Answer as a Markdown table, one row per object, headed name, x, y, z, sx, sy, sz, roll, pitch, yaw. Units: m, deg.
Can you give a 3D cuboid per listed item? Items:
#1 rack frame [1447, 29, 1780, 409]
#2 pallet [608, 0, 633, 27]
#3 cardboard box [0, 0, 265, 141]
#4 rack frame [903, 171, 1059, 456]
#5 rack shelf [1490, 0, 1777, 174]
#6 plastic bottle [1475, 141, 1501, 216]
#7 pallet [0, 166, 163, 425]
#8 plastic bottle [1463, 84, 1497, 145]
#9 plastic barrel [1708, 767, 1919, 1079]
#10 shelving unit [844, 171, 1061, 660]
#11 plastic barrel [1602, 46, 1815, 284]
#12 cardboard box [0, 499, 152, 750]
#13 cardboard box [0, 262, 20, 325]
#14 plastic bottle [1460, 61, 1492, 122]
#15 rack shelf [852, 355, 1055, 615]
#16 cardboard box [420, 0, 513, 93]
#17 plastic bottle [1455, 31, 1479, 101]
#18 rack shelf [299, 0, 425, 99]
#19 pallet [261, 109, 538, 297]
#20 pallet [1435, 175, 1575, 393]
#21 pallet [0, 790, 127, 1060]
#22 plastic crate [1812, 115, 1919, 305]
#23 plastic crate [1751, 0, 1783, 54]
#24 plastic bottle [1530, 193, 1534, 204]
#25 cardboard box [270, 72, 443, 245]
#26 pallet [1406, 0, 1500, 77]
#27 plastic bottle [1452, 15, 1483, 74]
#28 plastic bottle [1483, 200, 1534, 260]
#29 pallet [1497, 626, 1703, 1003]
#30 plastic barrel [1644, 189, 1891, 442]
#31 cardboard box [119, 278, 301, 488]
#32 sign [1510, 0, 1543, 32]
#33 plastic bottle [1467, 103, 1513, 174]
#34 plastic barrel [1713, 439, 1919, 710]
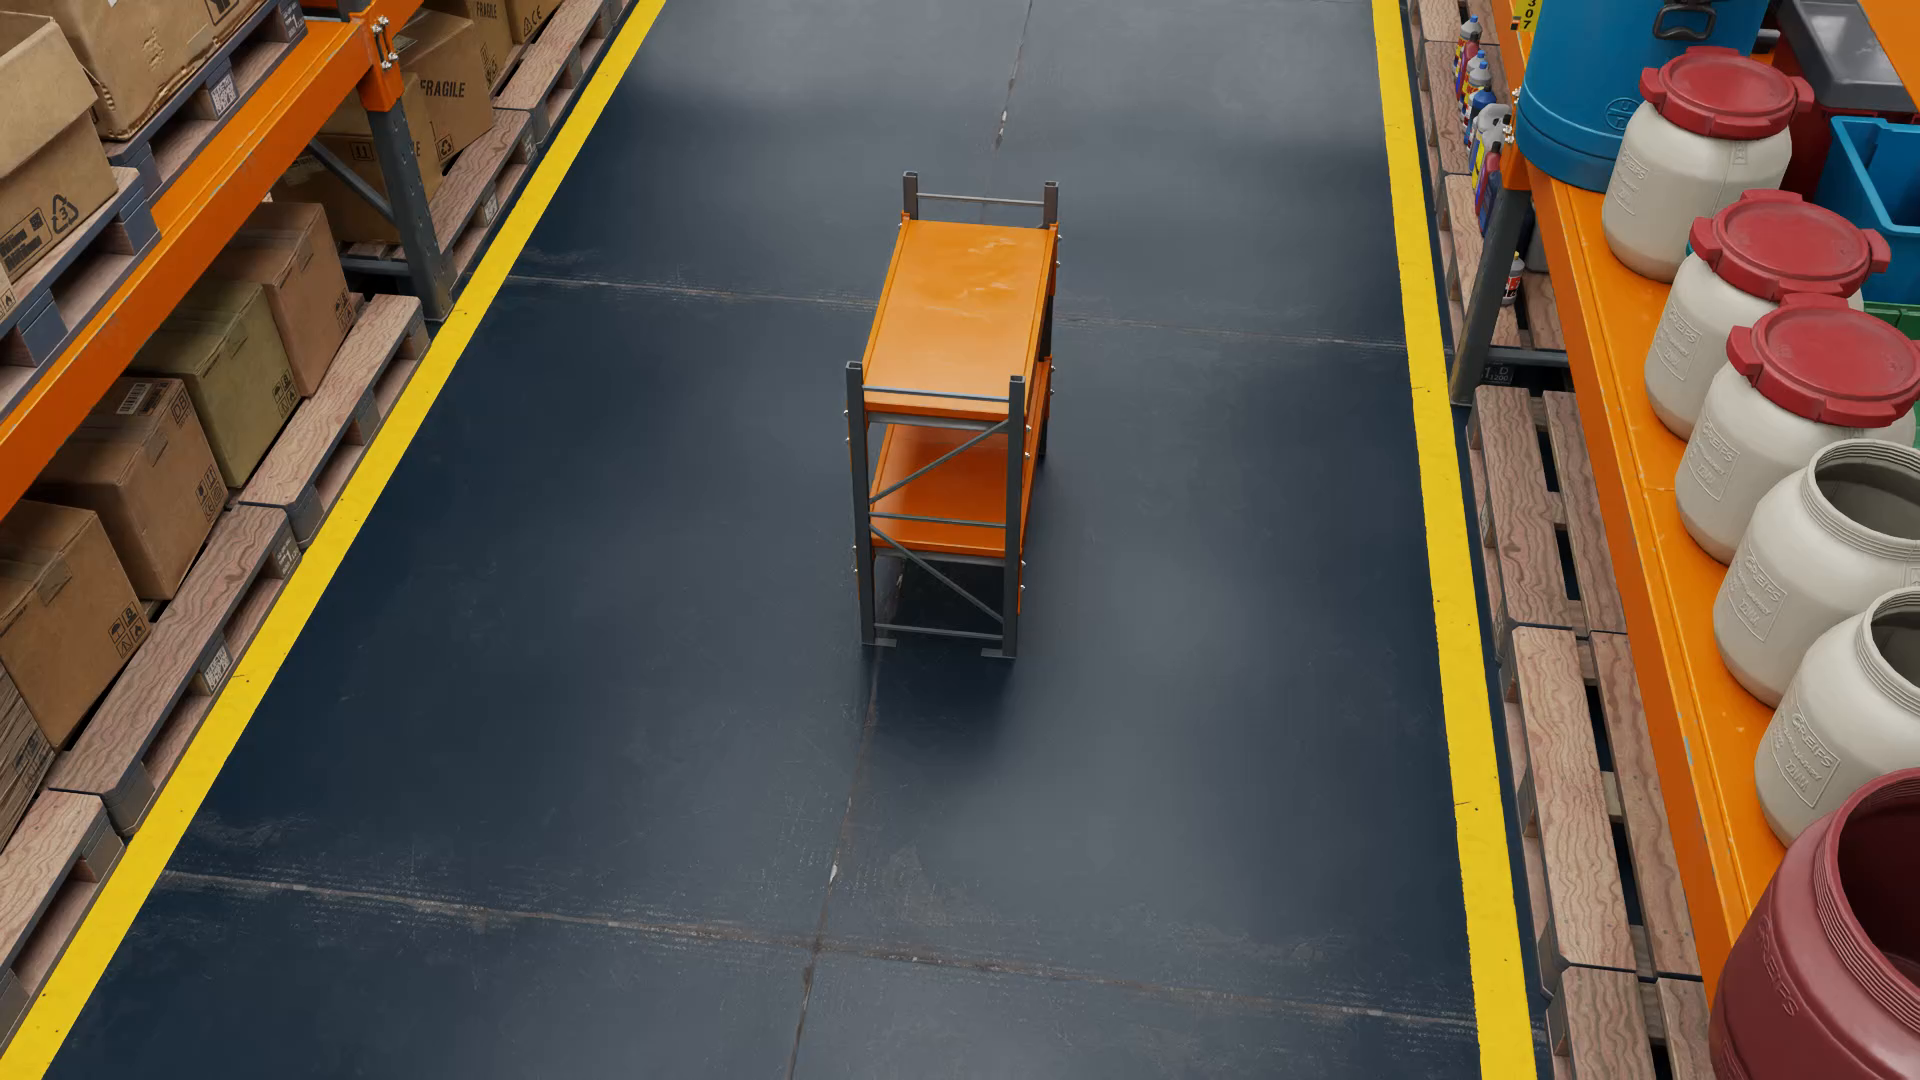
| name | x | y | z | sx | sy | sz | roll | pitch | yaw |
| --- | --- | --- | --- | --- | --- | --- | --- | --- | --- |
| rack frame | 2.355 | -1.590 | 5.247 | 1.000 | 3.000 | 0.127 | 5 | 44 | 6 |
| pallet | -2.178 | -3.151 | 8.924 | 1.003 | 0.211 | 1.213 | 5 | 44 | 6 |
| cardboard box | -2.799 | -1.881 | 4.814 | 1.000 | 1.000 | 1.000 | 6 | 44 | 6 |
| rack frame | 0.066 | -0.750 | 5.724 | 0.500 | 1.125 | 0.032 | 5 | 44 | 6 |
| rack shelf | 2.619 | -2.691 | 6.934 | 1.077 | 0.370 | 4.000 | 5 | 44 | 6 |
| plastic bottle | 2.160 | -1.474 | 6.780 | 0.061 | 0.283 | 0.133 | 8 | 44 | 8 |
| pallet | -2.862 | -0.597 | 4.338 | 1.003 | 0.211 | 1.213 | 5 | 44 | 6 |
| plastic bottle | 2.250 | -1.838 | 7.173 | 0.097 | 0.271 | 0.097 | 0 | 43 | 0 |
| plastic barrel | 1.587 | 0.743 | 2.684 | 0.600 | 0.536 | 0.708 | 5 | 44 | 6 |
| shelving unit | -0.001 | -0.404 | 5.358 | 0.538 | 1.125 | 1.048 | 5 | 44 | 6 |
| plastic barrel | 2.011 | -1.007 | 4.533 | 0.433 | 0.535 | 0.433 | 0 | 43 | 0 |
| cardboard box | -2.886 | 0.209 | 4.845 | 0.700 | 0.500 | 0.500 | 9 | 44 | 9 |
| cardboard box | -2.634 | -0.533 | 3.935 | 0.500 | 0.250 | 0.500 | 4 | 44 | 4 |
| plastic bottle | 2.276 | -1.976 | 7.319 | 0.097 | 0.271 | 0.097 | 0 | 43 | 0 |
| rack shelf | -0.001 | -0.226 | 5.526 | 0.538 | 0.278 | 1.000 | 5 | 44 | 6 |
| cardboard box | -2.390 | -2.375 | 7.589 | 0.500 | 0.500 | 0.500 | 2 | 43 | 2 |
| plastic bottle | 2.287 | -2.129 | 7.473 | 0.061 | 0.283 | 0.133 | 6 | 44 | 6 |
| rack shelf | -2.290 | -3.142 | 7.410 | 1.077 | 0.370 | 4.000 | 5 | 44 | 6 |
| pallet | -2.501 | -1.488 | 7.168 | 1.003 | 0.211 | 1.213 | 5 | 44 | 6 |
| pallet | 2.485 | -1.031 | 6.685 | 1.003 | 0.211 | 1.213 | 5 | 44 | 6 |
| pallet | -2.979 | 1.166 | 4.365 | 1.003 | 0.211 | 1.213 | 5 | 44 | 6 |
| plastic crate | 2.517 | -0.804 | 4.429 | 0.392 | 0.384 | 0.575 | 5 | 44 | 6 |
| plastic crate | 2.550 | -1.912 | 5.633 | 0.767 | 0.338 | 0.504 | 5 | 44 | 6 |
| plastic bottle | 2.330 | -1.360 | 6.666 | 0.152 | 0.276 | 0.135 | 5 | 44 | 6 |
| cardboard box | -2.462 | -1.554 | 6.722 | 0.500 | 0.500 | 0.500 | 4 | 44 | 4 |
| pallet | 2.807 | -2.694 | 8.442 | 1.003 | 0.211 | 1.213 | 5 | 44 | 6 |
| plastic bottle | 2.335 | -2.277 | 7.638 | 0.097 | 0.271 | 0.097 | 0 | 43 | 0 |
| plastic bottle | 2.154 | -1.253 | 6.498 | 0.144 | 0.351 | 0.185 | 4 | 44 | 4 |
| pallet | 2.131 | 0.795 | 4.756 | 1.003 | 0.211 | 1.213 | 5 | 44 | 6 |
| plastic barrel | 1.914 | -0.507 | 4.005 | 0.433 | 0.535 | 0.433 | 0 | 43 | 0 |
| cardboard box | -2.739 | -0.552 | 5.650 | 0.700 | 0.500 | 0.500 | 5 | 44 | 5 |
| sign | 1.811 | -1.748 | 5.213 | 0.100 | 0.325 | 0.005 | 5 | 44 | 6 |
| plastic bottle | 2.248 | -1.687 | 7.011 | 0.152 | 0.276 | 0.135 | 6 | 44 | 6 |
| plastic barrel | 1.806 | 0.088 | 3.394 | 0.421 | 0.512 | 0.421 | 0 | 43 | 0 |
